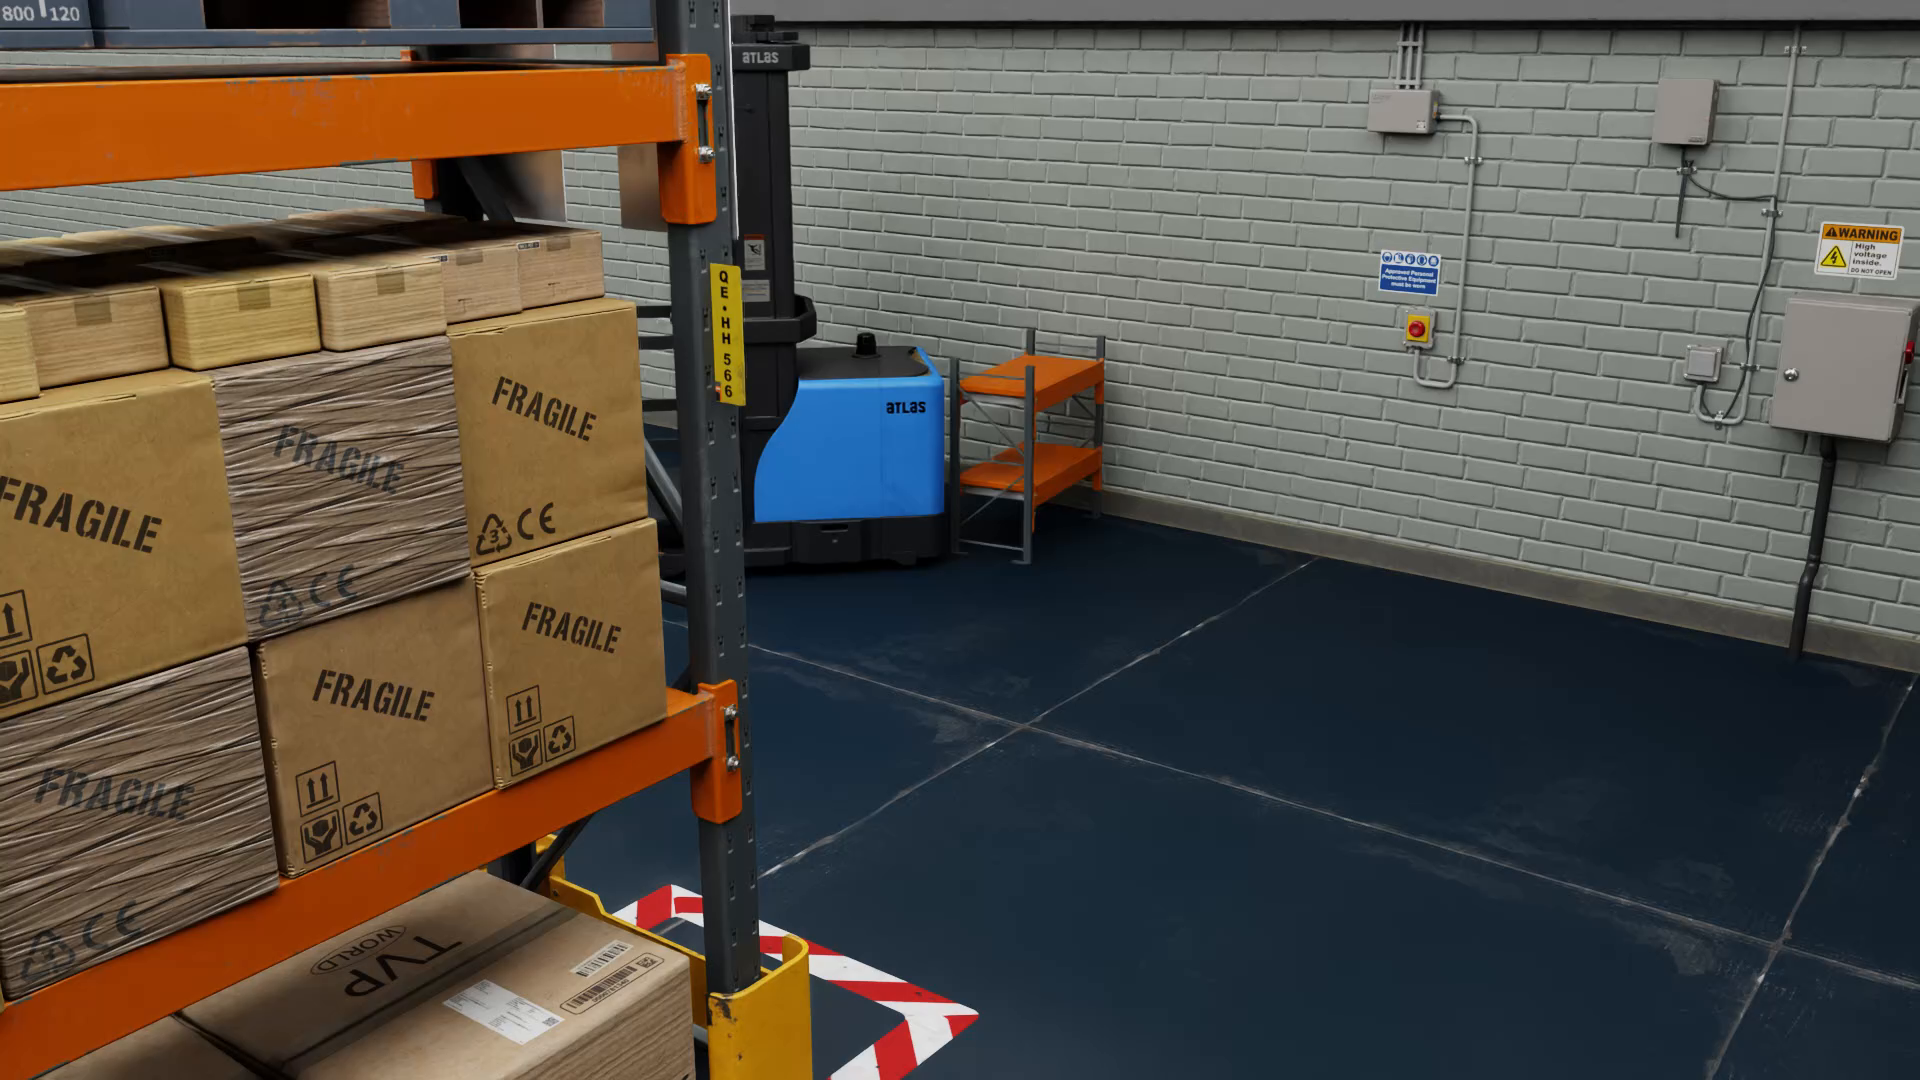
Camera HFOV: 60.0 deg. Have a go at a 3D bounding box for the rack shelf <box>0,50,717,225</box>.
[{"bbox_3d":[-2.162,-0.523,2.525,1.077,0.370,4.000,12,21,35],"label":"rack shelf"}]

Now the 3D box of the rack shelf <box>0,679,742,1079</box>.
[{"bbox_3d":[-2.162,0.910,2.970,1.077,0.370,4.000,12,21,35],"label":"rack shelf"}]

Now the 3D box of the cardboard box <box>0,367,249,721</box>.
[{"bbox_3d":[-1.651,-0.032,2.934,0.500,0.500,0.500,12,21,34],"label":"cardboard box"}]

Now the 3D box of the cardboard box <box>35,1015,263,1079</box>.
[{"bbox_3d":[-1.821,1.507,3.445,0.875,0.438,0.875,13,22,36],"label":"cardboard box"}]

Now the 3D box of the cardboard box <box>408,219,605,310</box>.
[{"bbox_3d":[-1.023,-0.624,3.749,0.380,0.149,0.250,13,21,35],"label":"cardboard box"}]

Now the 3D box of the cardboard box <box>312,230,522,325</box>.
[{"bbox_3d":[-1.155,-0.560,3.540,0.380,0.149,0.250,13,21,36],"label":"cardboard box"}]

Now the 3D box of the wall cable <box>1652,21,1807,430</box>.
[{"bbox_3d":[3.517,-1.495,7.786,0.588,1.984,0.122,12,21,35],"label":"wall cable"}]

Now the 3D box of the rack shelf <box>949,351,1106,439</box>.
[{"bbox_3d":[0.404,-0.850,9.598,0.538,0.278,1.000,9,19,26],"label":"rack shelf"}]

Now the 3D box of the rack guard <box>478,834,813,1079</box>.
[{"bbox_3d":[-0.956,1.278,4.786,1.175,0.500,0.348,12,21,35],"label":"rack guard"}]

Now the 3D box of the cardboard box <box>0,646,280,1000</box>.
[{"bbox_3d":[-1.654,0.445,3.085,0.500,0.500,0.500,13,22,36],"label":"cardboard box"}]

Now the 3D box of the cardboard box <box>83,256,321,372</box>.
[{"bbox_3d":[-1.424,-0.431,3.125,0.380,0.149,0.250,13,21,36],"label":"cardboard box"}]

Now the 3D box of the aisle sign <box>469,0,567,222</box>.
[{"bbox_3d":[-1.160,-1.220,4.232,0.394,0.787,0.004,12,21,35],"label":"aisle sign"}]

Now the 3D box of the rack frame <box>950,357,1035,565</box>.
[{"bbox_3d":[0.175,-0.436,9.252,0.500,1.125,0.032,9,19,26],"label":"rack frame"}]

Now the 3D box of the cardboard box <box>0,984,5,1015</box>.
[{"bbox_3d":[-1.952,0.570,2.682,0.500,0.500,0.500,13,22,36],"label":"cardboard box"}]

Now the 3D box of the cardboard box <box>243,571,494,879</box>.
[{"bbox_3d":[-1.356,0.320,3.485,0.500,0.500,0.500,12,21,34],"label":"cardboard box"}]

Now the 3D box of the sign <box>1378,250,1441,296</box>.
[{"bbox_3d":[2.369,-1.410,8.770,0.327,0.218,0.001,12,21,35],"label":"sign"}]

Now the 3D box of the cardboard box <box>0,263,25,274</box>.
[{"bbox_3d":[-2.006,-0.455,3.204,0.380,0.149,0.250,13,21,35],"label":"cardboard box"}]

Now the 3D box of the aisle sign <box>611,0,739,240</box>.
[{"bbox_3d":[-0.678,-1.114,3.890,0.394,0.787,0.004,12,21,35],"label":"aisle sign"}]

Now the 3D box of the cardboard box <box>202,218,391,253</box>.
[{"bbox_3d":[-1.503,-0.635,3.782,0.380,0.149,0.250,13,22,36],"label":"cardboard box"}]

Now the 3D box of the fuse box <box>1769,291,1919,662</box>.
[{"bbox_3d":[3.971,-0.236,7.619,0.539,1.711,0.414,12,21,35],"label":"fuse box"}]

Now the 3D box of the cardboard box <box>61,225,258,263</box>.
[{"bbox_3d":[-1.750,-0.593,3.647,0.380,0.149,0.250,13,22,36],"label":"cardboard box"}]

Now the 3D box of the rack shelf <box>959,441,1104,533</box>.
[{"bbox_3d":[0.404,-0.337,9.757,0.538,0.278,1.000,9,19,26],"label":"rack shelf"}]

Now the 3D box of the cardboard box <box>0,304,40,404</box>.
[{"bbox_3d":[-1.739,-0.311,2.739,0.380,0.149,0.250,13,22,36],"label":"cardboard box"}]

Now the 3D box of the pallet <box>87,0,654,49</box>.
[{"bbox_3d":[-1.404,-1.122,3.390,1.003,0.211,1.213,12,21,35],"label":"pallet"}]

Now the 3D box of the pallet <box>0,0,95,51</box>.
[{"bbox_3d":[-2.130,-0.830,2.451,1.003,0.211,1.213,12,21,35],"label":"pallet"}]

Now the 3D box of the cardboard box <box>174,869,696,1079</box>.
[{"bbox_3d":[-1.283,1.288,4.152,0.875,0.438,0.875,12,21,33],"label":"cardboard box"}]

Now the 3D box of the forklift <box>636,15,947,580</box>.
[{"bbox_3d":[-1.631,-1.332,9.090,3.031,2.935,1.130,-2,17,-8],"label":"forklift"}]

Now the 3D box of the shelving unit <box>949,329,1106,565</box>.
[{"bbox_3d":[0.404,-0.571,9.685,0.538,1.125,1.048,9,19,26],"label":"shelving unit"}]

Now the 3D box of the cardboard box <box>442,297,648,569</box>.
[{"bbox_3d":[-1.066,-0.279,3.729,0.500,0.500,0.500,13,22,36],"label":"cardboard box"}]

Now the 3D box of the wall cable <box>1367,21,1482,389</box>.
[{"bbox_3d":[2.371,-1.758,8.580,0.585,1.953,0.123,12,21,35],"label":"wall cable"}]

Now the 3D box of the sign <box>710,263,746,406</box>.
[{"bbox_3d":[-0.542,-0.477,3.871,0.100,0.325,0.005,12,21,35],"label":"sign"}]

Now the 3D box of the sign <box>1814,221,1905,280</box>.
[{"bbox_3d":[4.050,-1.305,7.496,0.339,0.242,0.001,12,21,35],"label":"sign"}]

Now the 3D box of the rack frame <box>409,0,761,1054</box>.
[{"bbox_3d":[-0.970,0.090,4.397,1.000,3.000,0.127,12,21,35],"label":"rack frame"}]

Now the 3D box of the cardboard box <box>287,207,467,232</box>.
[{"bbox_3d":[-1.404,-0.710,4.023,0.380,0.149,0.250,13,21,36],"label":"cardboard box"}]

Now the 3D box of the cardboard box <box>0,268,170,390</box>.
[{"bbox_3d":[-1.637,-0.381,2.964,0.380,0.149,0.250,12,21,34],"label":"cardboard box"}]

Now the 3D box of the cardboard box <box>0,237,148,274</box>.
[{"bbox_3d":[-1.892,-0.527,3.435,0.380,0.149,0.250,12,21,33],"label":"cardboard box"}]

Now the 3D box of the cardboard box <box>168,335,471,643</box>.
[{"bbox_3d":[-1.354,-0.149,3.311,0.500,0.500,0.500,13,21,35],"label":"cardboard box"}]

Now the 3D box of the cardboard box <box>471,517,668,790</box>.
[{"bbox_3d":[-1.045,0.204,3.862,0.500,0.500,0.500,13,21,35],"label":"cardboard box"}]

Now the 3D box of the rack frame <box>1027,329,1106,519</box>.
[{"bbox_3d":[0.633,-0.705,10.118,0.500,1.125,0.032,9,19,26],"label":"rack frame"}]

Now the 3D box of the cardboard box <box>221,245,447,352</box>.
[{"bbox_3d":[-1.241,-0.483,3.294,0.380,0.149,0.250,12,21,34],"label":"cardboard box"}]
